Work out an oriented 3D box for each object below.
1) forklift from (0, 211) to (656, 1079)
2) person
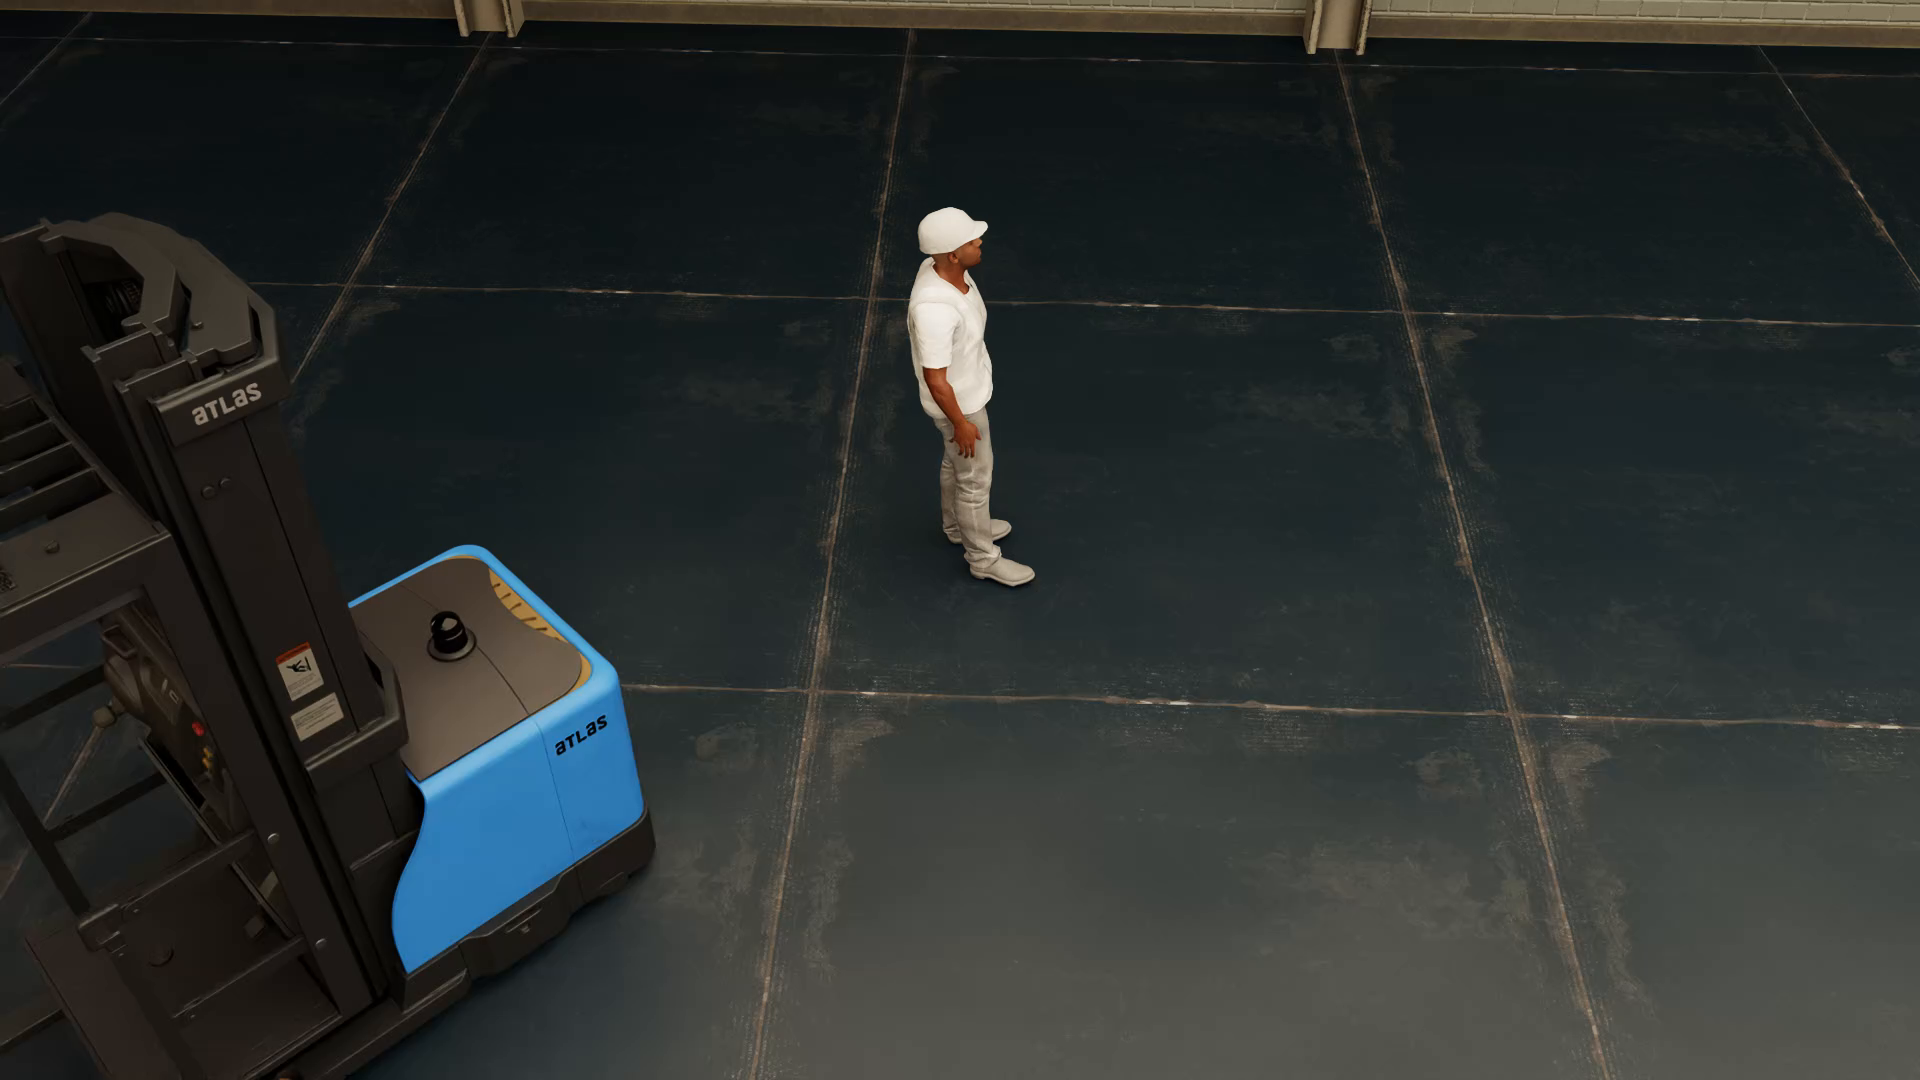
[{"bbox_3d":[-2.606,0.620,5.063,3.031,2.935,1.130,-32,51,-30],"label":"forklift"},{"bbox_3d":[0.069,-0.652,7.309,0.577,1.765,0.666,2,42,2],"label":"person"}]
